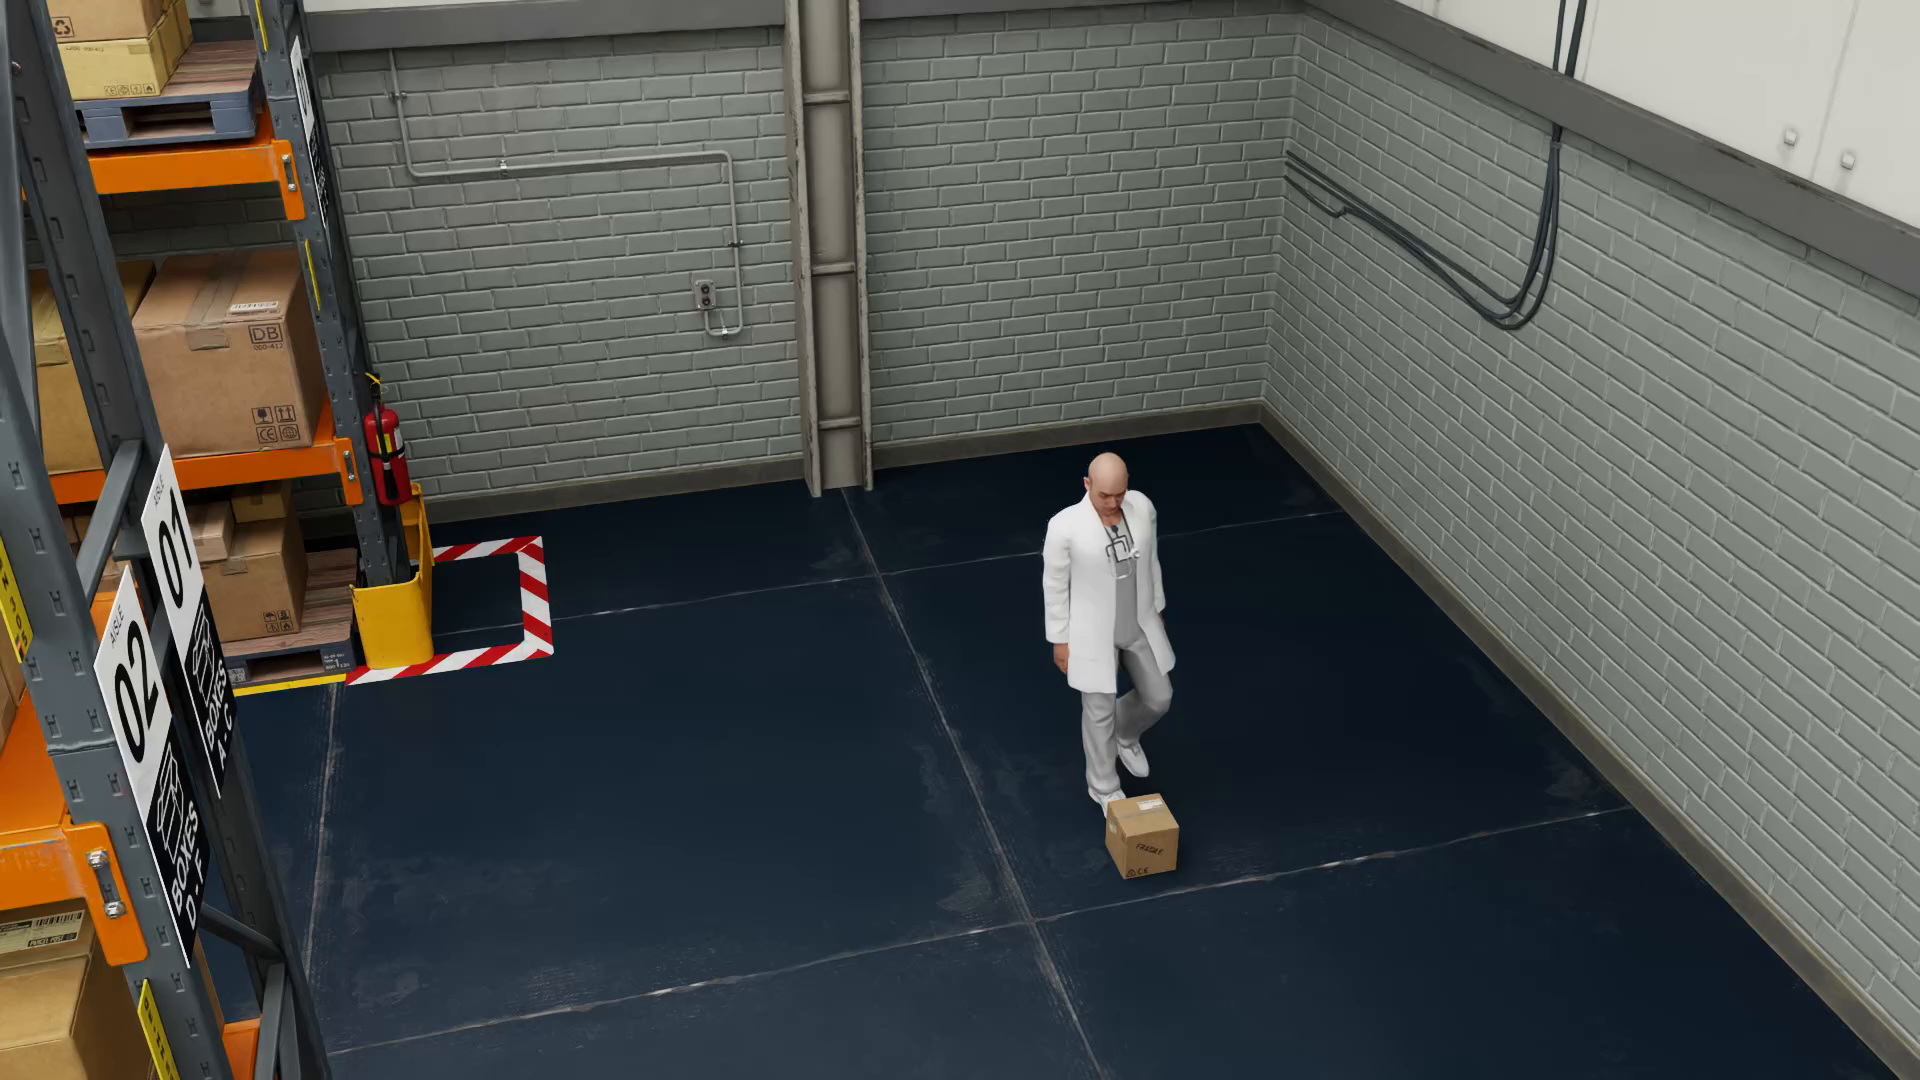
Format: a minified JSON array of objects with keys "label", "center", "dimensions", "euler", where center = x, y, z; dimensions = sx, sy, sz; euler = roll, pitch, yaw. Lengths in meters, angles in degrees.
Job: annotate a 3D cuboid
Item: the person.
[{"label":"person","center":[0.691,0.428,7.470],"dimensions":[0.593,1.774,0.634],"euler":[-12,32,-20]}]
